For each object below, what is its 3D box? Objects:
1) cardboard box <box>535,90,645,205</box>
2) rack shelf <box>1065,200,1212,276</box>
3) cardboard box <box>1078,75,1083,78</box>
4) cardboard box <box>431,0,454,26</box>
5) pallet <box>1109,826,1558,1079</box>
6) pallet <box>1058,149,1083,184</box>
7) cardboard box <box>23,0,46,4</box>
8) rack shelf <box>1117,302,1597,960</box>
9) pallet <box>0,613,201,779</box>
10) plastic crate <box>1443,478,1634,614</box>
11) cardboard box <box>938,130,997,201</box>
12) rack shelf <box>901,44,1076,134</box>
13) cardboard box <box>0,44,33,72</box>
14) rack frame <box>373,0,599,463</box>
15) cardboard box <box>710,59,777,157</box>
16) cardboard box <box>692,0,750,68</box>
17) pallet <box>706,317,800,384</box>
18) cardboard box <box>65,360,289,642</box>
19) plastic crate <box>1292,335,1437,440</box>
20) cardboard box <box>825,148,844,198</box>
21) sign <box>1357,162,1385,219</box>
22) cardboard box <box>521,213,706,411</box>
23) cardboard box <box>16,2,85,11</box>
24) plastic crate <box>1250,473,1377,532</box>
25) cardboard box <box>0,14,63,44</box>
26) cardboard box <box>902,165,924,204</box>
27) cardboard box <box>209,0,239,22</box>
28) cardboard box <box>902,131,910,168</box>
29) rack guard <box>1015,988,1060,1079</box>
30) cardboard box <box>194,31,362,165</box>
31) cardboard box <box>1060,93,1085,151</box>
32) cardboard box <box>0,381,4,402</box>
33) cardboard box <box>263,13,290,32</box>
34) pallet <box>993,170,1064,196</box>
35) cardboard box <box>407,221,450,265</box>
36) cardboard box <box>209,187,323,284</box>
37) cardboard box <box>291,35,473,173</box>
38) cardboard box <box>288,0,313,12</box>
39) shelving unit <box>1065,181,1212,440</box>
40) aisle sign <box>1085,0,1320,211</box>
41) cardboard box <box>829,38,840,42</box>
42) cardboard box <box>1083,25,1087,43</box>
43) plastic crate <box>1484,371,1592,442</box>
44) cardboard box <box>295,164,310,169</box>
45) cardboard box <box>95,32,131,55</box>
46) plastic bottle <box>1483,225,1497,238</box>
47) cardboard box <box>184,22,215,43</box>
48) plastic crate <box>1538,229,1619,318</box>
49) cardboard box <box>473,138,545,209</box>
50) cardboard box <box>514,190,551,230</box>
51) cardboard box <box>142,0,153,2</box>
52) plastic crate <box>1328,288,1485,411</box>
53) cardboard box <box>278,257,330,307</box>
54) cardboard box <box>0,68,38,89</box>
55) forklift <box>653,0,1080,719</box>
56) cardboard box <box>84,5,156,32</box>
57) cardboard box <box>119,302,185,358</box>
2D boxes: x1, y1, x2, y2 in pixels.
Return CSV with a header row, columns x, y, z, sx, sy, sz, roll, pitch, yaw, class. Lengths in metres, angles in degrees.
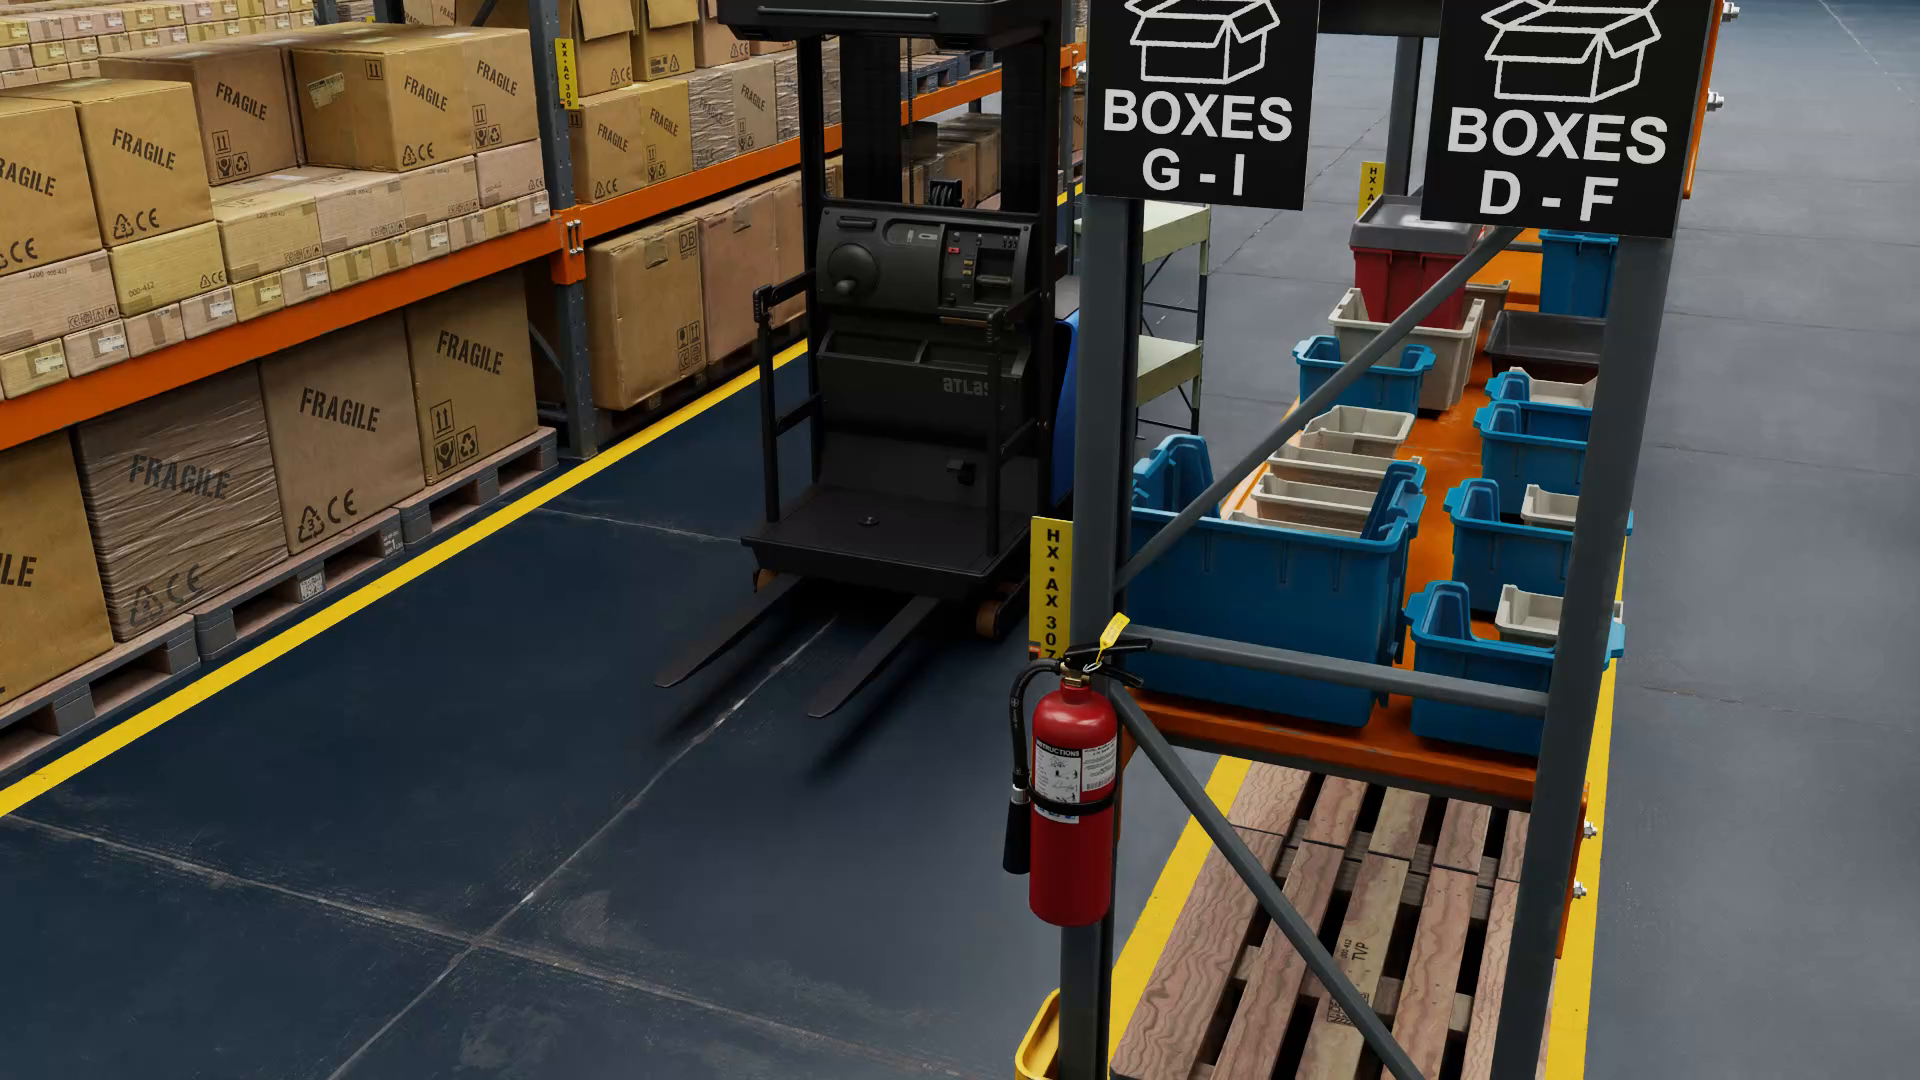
x,y,z,sx,sy,sz,roll,pitch,yaw,class
-2.003,-2.058,8.655,0.500,0.500,0.500,9,24,20,cardboard box
0.892,-1.461,8.288,0.431,0.370,0.720,15,27,32,rack shelf
1.614,-4.777,17.994,0.500,0.500,0.500,16,28,34,cardboard box
-4.696,-4.591,14.720,0.500,0.500,0.500,9,24,20,cardboard box
1.049,1.255,4.472,1.003,0.211,1.213,9,24,20,pallet
0.782,-3.704,16.344,1.003,0.211,1.213,9,24,20,pallet
-9.340,-5.388,16.538,0.380,0.149,0.250,10,25,22,cardboard box
1.450,-0.126,5.093,1.077,0.370,4.000,9,24,20,rack shelf
-3.668,0.538,6.188,1.003,0.211,1.213,9,24,20,pallet
1.349,0.031,3.924,0.416,0.233,0.300,9,24,20,plastic crate
-0.085,-3.210,14.216,0.700,0.500,0.500,7,24,15,cardboard box
-0.177,-3.698,13.644,1.077,0.370,4.000,9,24,20,rack shelf
-6.210,-3.105,10.686,0.380,0.149,0.250,9,24,21,cardboard box
-2.406,-1.883,8.365,1.000,3.000,0.127,9,24,20,rack frame
-1.444,-2.602,9.959,0.500,0.500,0.500,9,24,21,cardboard box
-1.695,-3.090,9.825,0.797,0.503,0.637,10,25,22,cardboard box
-1.738,-1.321,10.639,1.003,0.211,1.213,9,24,20,pallet
-3.390,-0.231,6.623,0.875,0.875,0.875,9,24,20,cardboard box
1.231,-0.464,5.109,0.416,0.233,0.300,9,24,20,plastic crate
-1.196,-2.283,11.537,1.225,0.875,0.875,8,24,18,cardboard box
1.682,-1.381,6.805,0.100,0.325,0.005,9,24,20,sign
-2.187,-1.328,9.249,1.225,0.875,0.875,9,24,20,cardboard box
-6.422,-3.716,11.763,0.380,0.149,0.250,8,24,19,cardboard box
0.963,-0.068,4.284,0.396,0.136,0.243,9,24,20,plastic crate
-6.110,-3.337,10.857,0.380,0.149,0.250,8,24,19,cardboard box
-0.690,-2.606,12.770,0.700,0.500,0.500,7,24,17,cardboard box
-5.533,-3.892,12.186,0.380,0.149,0.250,10,24,22,cardboard box
-0.699,-2.954,12.629,0.500,0.250,0.500,10,25,22,cardboard box
0.710,1.422,3.698,1.175,0.500,0.348,9,24,20,rack guard
-3.012,-1.987,7.451,0.500,0.500,0.500,9,24,20,cardboard box
0.957,-4.129,16.442,0.500,0.500,0.500,18,29,37,cardboard box
-3.360,-0.507,5.398,0.380,0.149,0.250,8,24,19,cardboard box
-5.346,-3.938,12.681,0.380,0.149,0.250,10,25,22,cardboard box
0.278,-3.180,15.089,1.003,0.211,1.213,9,24,20,pallet
-2.502,-1.335,7.380,0.380,0.149,0.250,9,24,21,cardboard box
-2.897,-1.206,6.555,0.500,0.250,0.500,8,24,19,cardboard box
-2.519,-1.915,7.279,0.500,0.500,0.500,9,24,21,cardboard box
-5.244,-4.172,12.855,0.380,0.149,0.250,8,24,18,cardboard box
0.892,-1.100,8.439,0.431,1.500,0.755,15,27,32,shelving unit
0.408,-0.958,2.779,0.394,0.787,0.004,9,24,20,aisle sign
-0.874,-3.148,11.265,0.500,0.500,0.500,10,25,22,cardboard box
1.030,-4.751,15.558,0.380,0.149,0.250,9,24,20,cardboard box
1.705,-0.312,4.746,0.416,0.233,0.300,9,24,20,plastic crate
-3.013,-1.643,7.600,0.500,0.250,0.500,9,24,20,cardboard box
-5.918,-3.389,11.368,0.380,0.149,0.250,8,24,19,cardboard box
2.364,-1.506,7.528,0.144,0.351,0.185,9,24,20,plastic bottle
-5.630,-3.665,12.028,0.380,0.149,0.250,9,24,20,cardboard box
2.336,-0.978,6.143,0.392,0.384,0.575,9,24,20,plastic crate
-2.326,-1.755,7.869,0.500,0.250,0.500,8,24,19,cardboard box
-2.215,-1.611,8.040,0.380,0.149,0.250,9,24,20,cardboard box
-6.131,-3.997,12.436,0.380,0.149,0.250,8,24,18,cardboard box
1.454,-0.627,5.434,0.437,0.282,0.530,9,24,20,plastic crate
-2.788,-1.060,6.722,0.380,0.149,0.250,9,24,21,cardboard box
-6.206,-2.971,10.752,0.380,0.149,0.250,9,24,20,cardboard box
-0.231,-1.127,6.644,1.130,2.935,3.031,9,24,20,forklift
-5.824,-3.616,11.525,0.380,0.149,0.250,10,24,22,cardboard box
-3.074,-0.783,6.059,0.380,0.149,0.250,8,24,19,cardboard box
